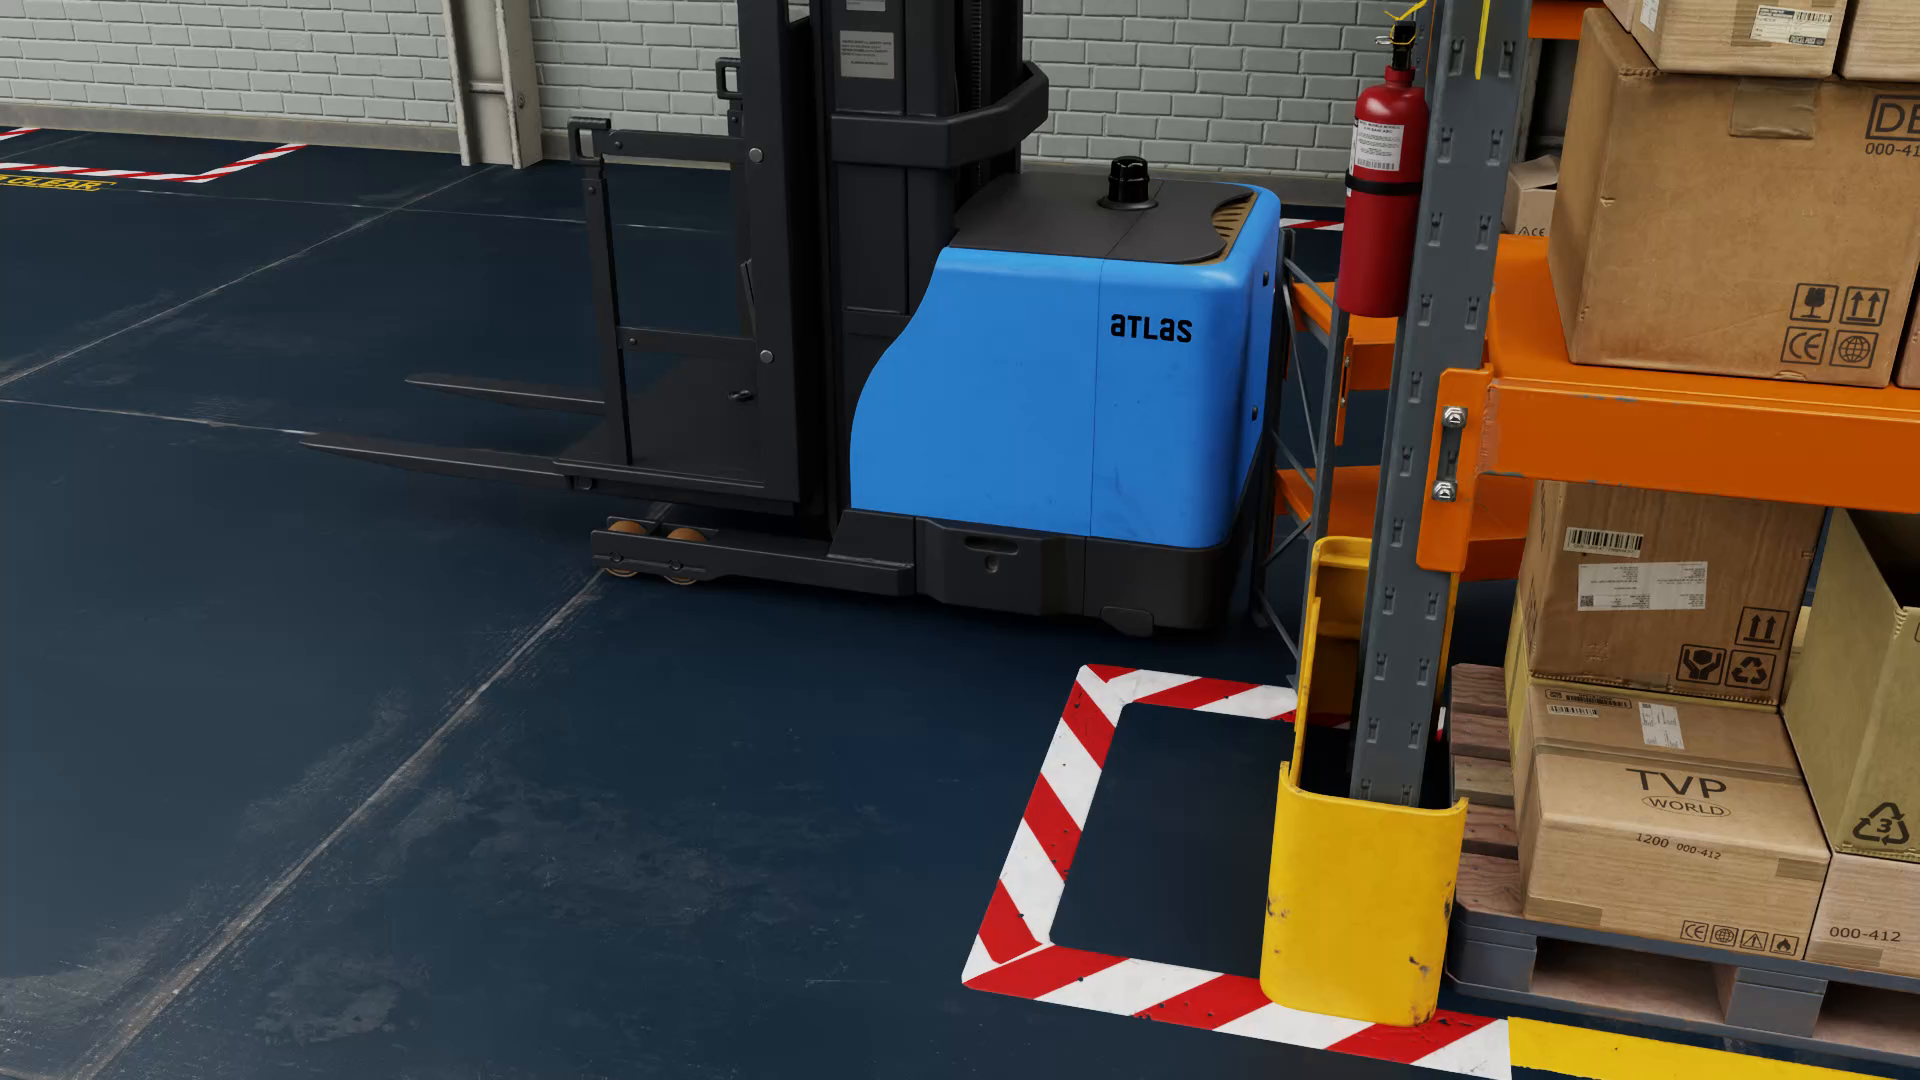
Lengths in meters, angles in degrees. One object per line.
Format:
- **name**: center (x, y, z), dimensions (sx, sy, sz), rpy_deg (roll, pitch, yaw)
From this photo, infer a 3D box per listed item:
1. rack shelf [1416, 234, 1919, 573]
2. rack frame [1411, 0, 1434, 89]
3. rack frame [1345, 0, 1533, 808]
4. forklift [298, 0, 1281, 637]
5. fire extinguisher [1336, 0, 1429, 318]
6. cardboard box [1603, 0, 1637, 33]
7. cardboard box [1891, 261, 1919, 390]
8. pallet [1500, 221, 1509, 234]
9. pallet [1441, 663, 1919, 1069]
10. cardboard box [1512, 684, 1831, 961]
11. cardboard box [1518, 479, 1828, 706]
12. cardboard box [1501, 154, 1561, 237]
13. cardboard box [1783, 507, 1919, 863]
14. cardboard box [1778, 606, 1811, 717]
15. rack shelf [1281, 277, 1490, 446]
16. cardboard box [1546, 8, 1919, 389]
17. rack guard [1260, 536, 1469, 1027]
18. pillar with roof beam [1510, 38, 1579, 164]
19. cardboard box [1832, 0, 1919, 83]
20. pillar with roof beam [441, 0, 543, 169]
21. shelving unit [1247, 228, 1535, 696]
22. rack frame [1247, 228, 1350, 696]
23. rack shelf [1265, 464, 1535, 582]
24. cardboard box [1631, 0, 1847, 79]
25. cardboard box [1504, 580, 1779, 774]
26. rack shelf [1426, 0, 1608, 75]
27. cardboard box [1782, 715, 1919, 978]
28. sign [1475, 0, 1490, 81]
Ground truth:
- **rack shelf**: center (2.864, -0.116, 2.841), dimensions (4.000, 0.370, 1.077), rpy_deg (6, 26, 13)
- **rack frame**: center (2.158, -2.718, 7.469), dimensions (0.127, 3.000, 1.000), rpy_deg (6, 26, 13)
- **rack frame**: center (0.927, -0.655, 3.136), dimensions (0.127, 3.000, 1.000), rpy_deg (6, 26, 13)
- **forklift**: center (-0.604, -1.398, 4.776), dimensions (3.031, 2.935, 1.130), rpy_deg (7, 26, 14)
- **fire extinguisher**: center (0.929, -0.826, 3.585), dimensions (0.183, 0.674, 0.296), rpy_deg (6, 26, 13)
- **cardboard box**: center (1.345, -1.031, 3.056), dimensions (0.250, 0.149, 0.380), rpy_deg (6, 26, 12)
- **cardboard box**: center (1.886, -0.591, 2.885), dimensions (0.500, 0.500, 0.700), rpy_deg (7, 26, 14)
- **pallet**: center (3.009, -1.349, 7.837), dimensions (1.213, 0.211, 1.003), rpy_deg (6, 26, 13)
- **pallet**: center (1.678, 0.668, 3.600), dimensions (1.213, 0.211, 1.003), rpy_deg (6, 26, 13)
- **cardboard box**: center (1.391, 0.547, 3.322), dimensions (0.500, 0.250, 0.500), rpy_deg (6, 26, 13)
- **cardboard box**: center (1.521, -0.008, 3.615), dimensions (0.500, 0.500, 0.500), rpy_deg (6, 26, 13)
- **cardboard box**: center (2.805, -1.591, 7.718), dimensions (0.500, 0.311, 0.500), rpy_deg (3, 26, 7)
- **cardboard box**: center (1.876, 0.261, 3.050), dimensions (0.500, 0.500, 0.500), rpy_deg (6, 26, 13)
- **cardboard box**: center (2.008, 0.380, 3.673), dimensions (0.500, 0.250, 0.500), rpy_deg (6, 26, 13)
- **rack shelf**: center (1.383, -0.490, 4.289), dimensions (1.000, 0.278, 0.538), rpy_deg (-3, 26, -6)
- **cardboard box**: center (1.376, -0.645, 2.998), dimensions (0.500, 0.500, 0.700), rpy_deg (6, 26, 13)
- **rack guard**: center (0.904, 0.471, 3.679), dimensions (0.348, 0.500, 1.175), rpy_deg (6, 26, 13)
- **pillar with roof beam**: center (1.979, -3.919, 3.014), dimensions (0.400, 9.000, 9.100), rpy_deg (6, 26, 13)
- **cardboard box**: center (1.510, -0.834, 2.642), dimensions (0.250, 0.149, 0.380), rpy_deg (6, 26, 12)
- **pillar with roof beam**: center (-3.832, -4.562, 4.363), dimensions (0.400, 9.000, 9.100), rpy_deg (6, 26, 13)
- **shelving unit**: center (1.383, -0.225, 4.414), dimensions (1.048, 1.125, 0.538), rpy_deg (-3, 26, -6)
- **rack frame**: center (0.879, -0.200, 4.361), dimensions (0.032, 1.125, 0.500), rpy_deg (-3, 26, -6)
- **rack shelf**: center (1.383, -0.004, 4.520), dimensions (1.000, 0.278, 0.538), rpy_deg (-3, 26, -6)
- **cardboard box**: center (1.254, -0.861, 2.699), dimensions (0.250, 0.149, 0.380), rpy_deg (6, 26, 13)
- **cardboard box**: center (1.520, 0.331, 3.775), dimensions (0.500, 0.250, 0.500), rpy_deg (6, 26, 13)
- **rack shelf**: center (4.095, -2.179, 7.174), dimensions (4.000, 0.370, 1.077), rpy_deg (6, 26, 13)
- **cardboard box**: center (1.877, 0.599, 3.213), dimensions (0.500, 0.250, 0.500), rpy_deg (6, 26, 13)
- **sign**: center (0.783, -0.851, 2.449), dimensions (0.005, 0.325, 0.100), rpy_deg (6, 26, 13)
